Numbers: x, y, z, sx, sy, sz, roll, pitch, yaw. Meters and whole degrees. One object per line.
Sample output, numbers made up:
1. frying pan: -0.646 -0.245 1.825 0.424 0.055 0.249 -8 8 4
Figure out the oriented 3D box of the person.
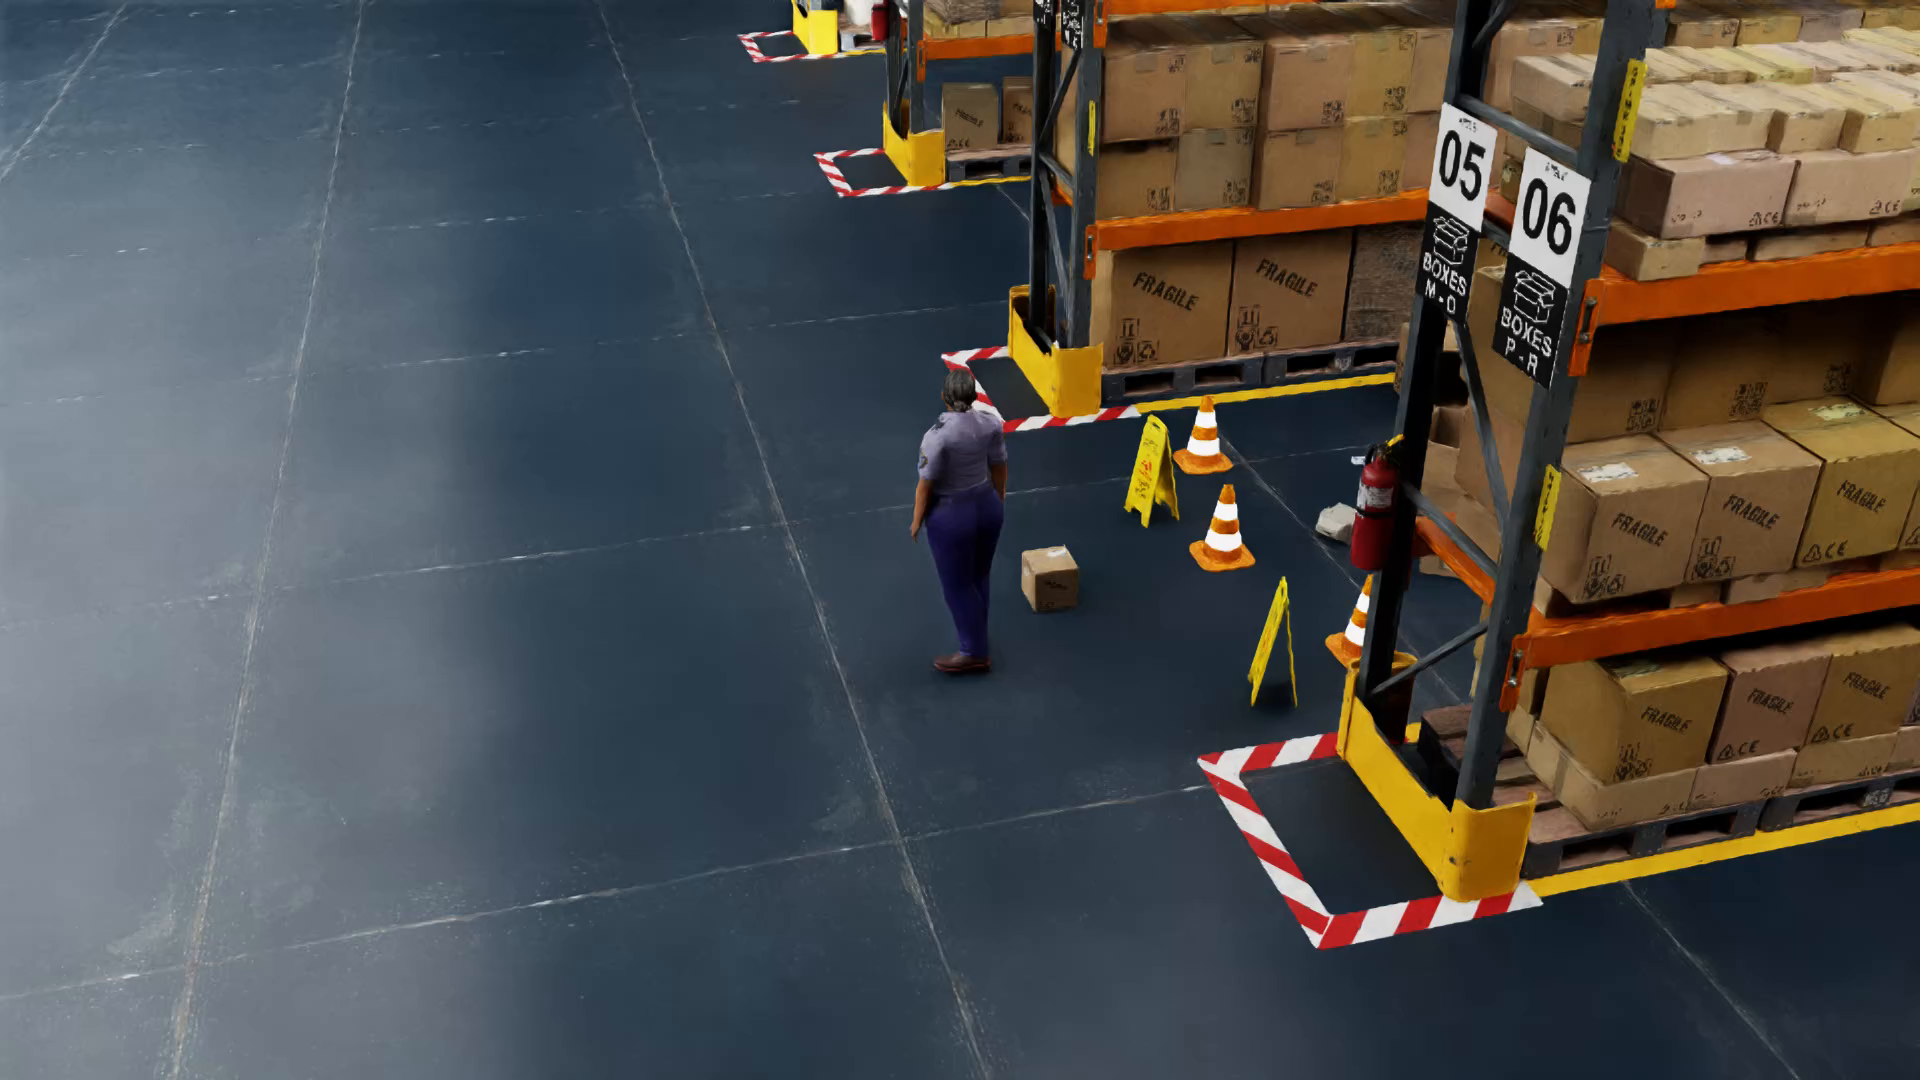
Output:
1. person: 0.013 -0.096 8.402 0.494 1.660 0.407 -22 37 -33
